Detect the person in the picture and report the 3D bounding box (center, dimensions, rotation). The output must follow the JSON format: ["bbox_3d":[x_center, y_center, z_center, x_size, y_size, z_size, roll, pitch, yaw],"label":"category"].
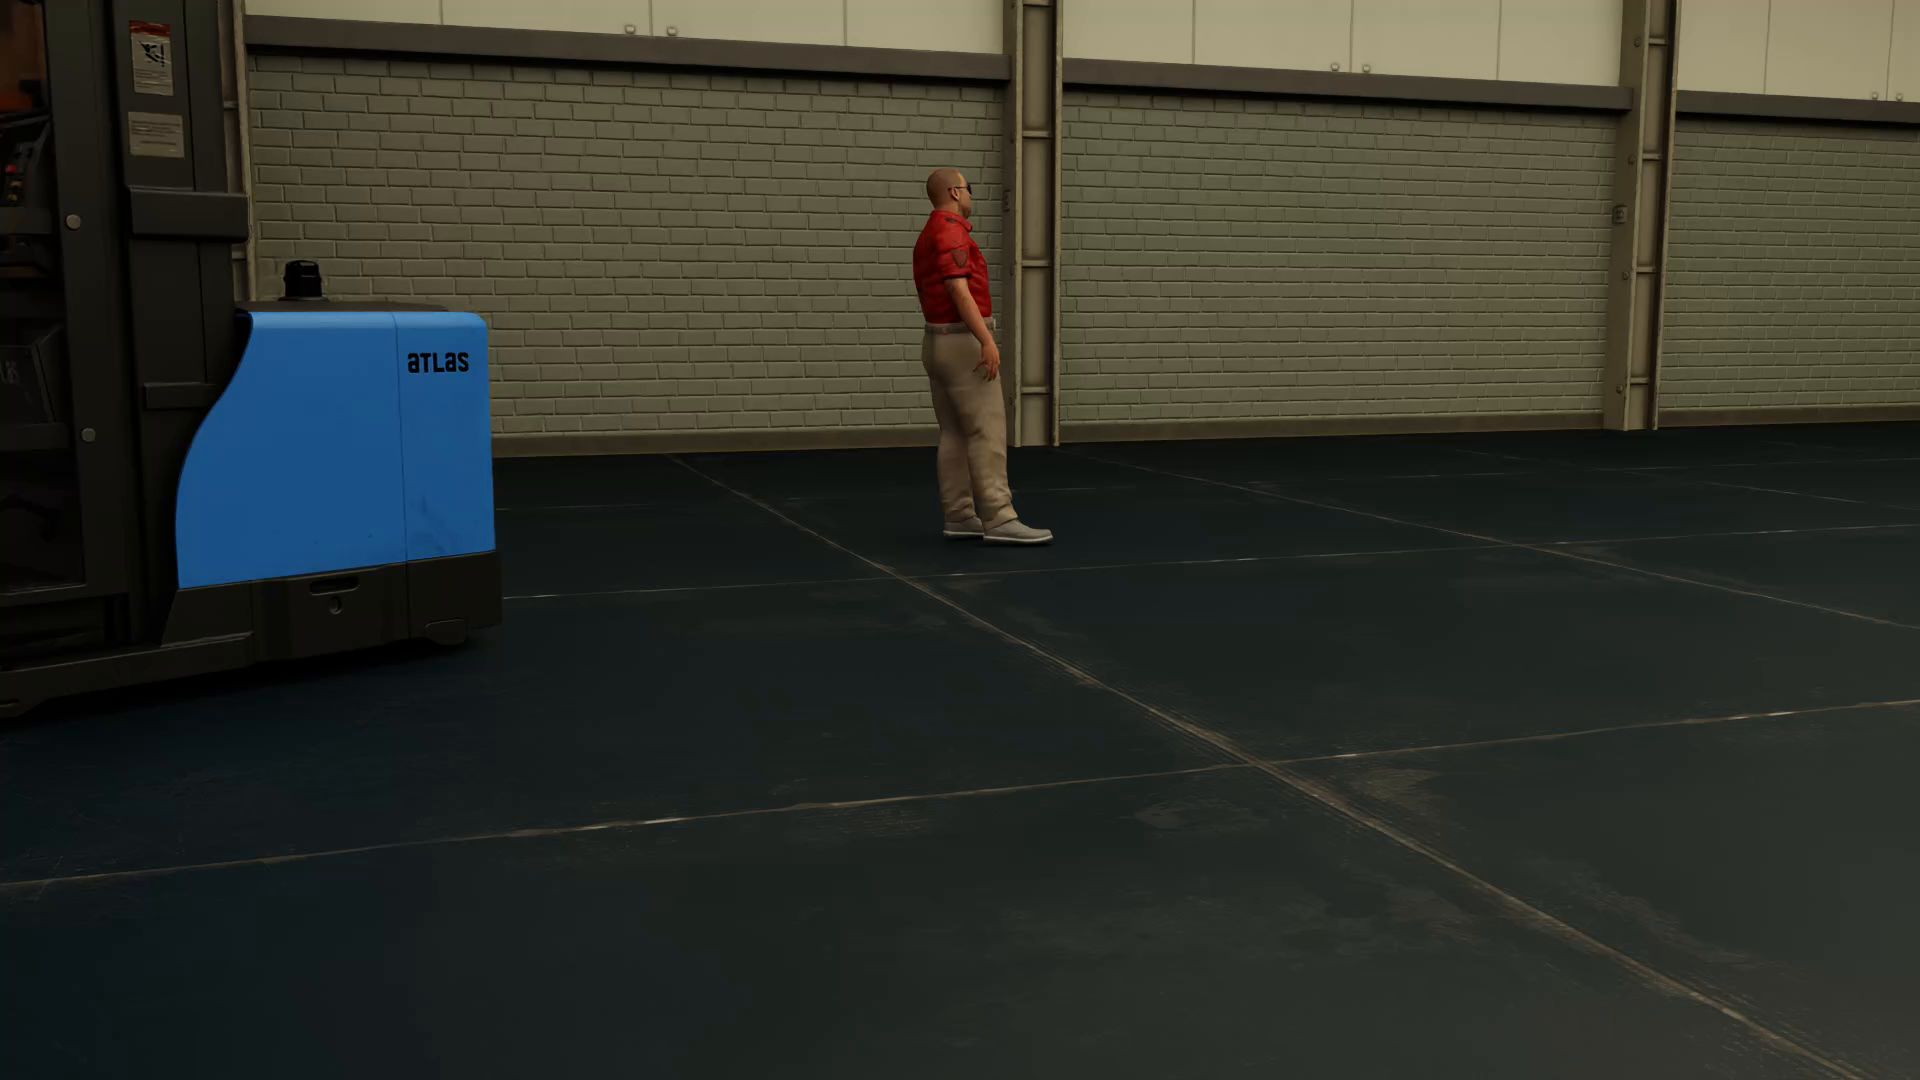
[{"bbox_3d":[0.089,-0.867,7.824,0.550,1.727,0.641,-3,8,-18],"label":"person"}]

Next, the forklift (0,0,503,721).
[{"bbox_3d":[-2.848,-1.008,4.457,1.130,2.935,3.031,7,10,41],"label":"forklift"}]
